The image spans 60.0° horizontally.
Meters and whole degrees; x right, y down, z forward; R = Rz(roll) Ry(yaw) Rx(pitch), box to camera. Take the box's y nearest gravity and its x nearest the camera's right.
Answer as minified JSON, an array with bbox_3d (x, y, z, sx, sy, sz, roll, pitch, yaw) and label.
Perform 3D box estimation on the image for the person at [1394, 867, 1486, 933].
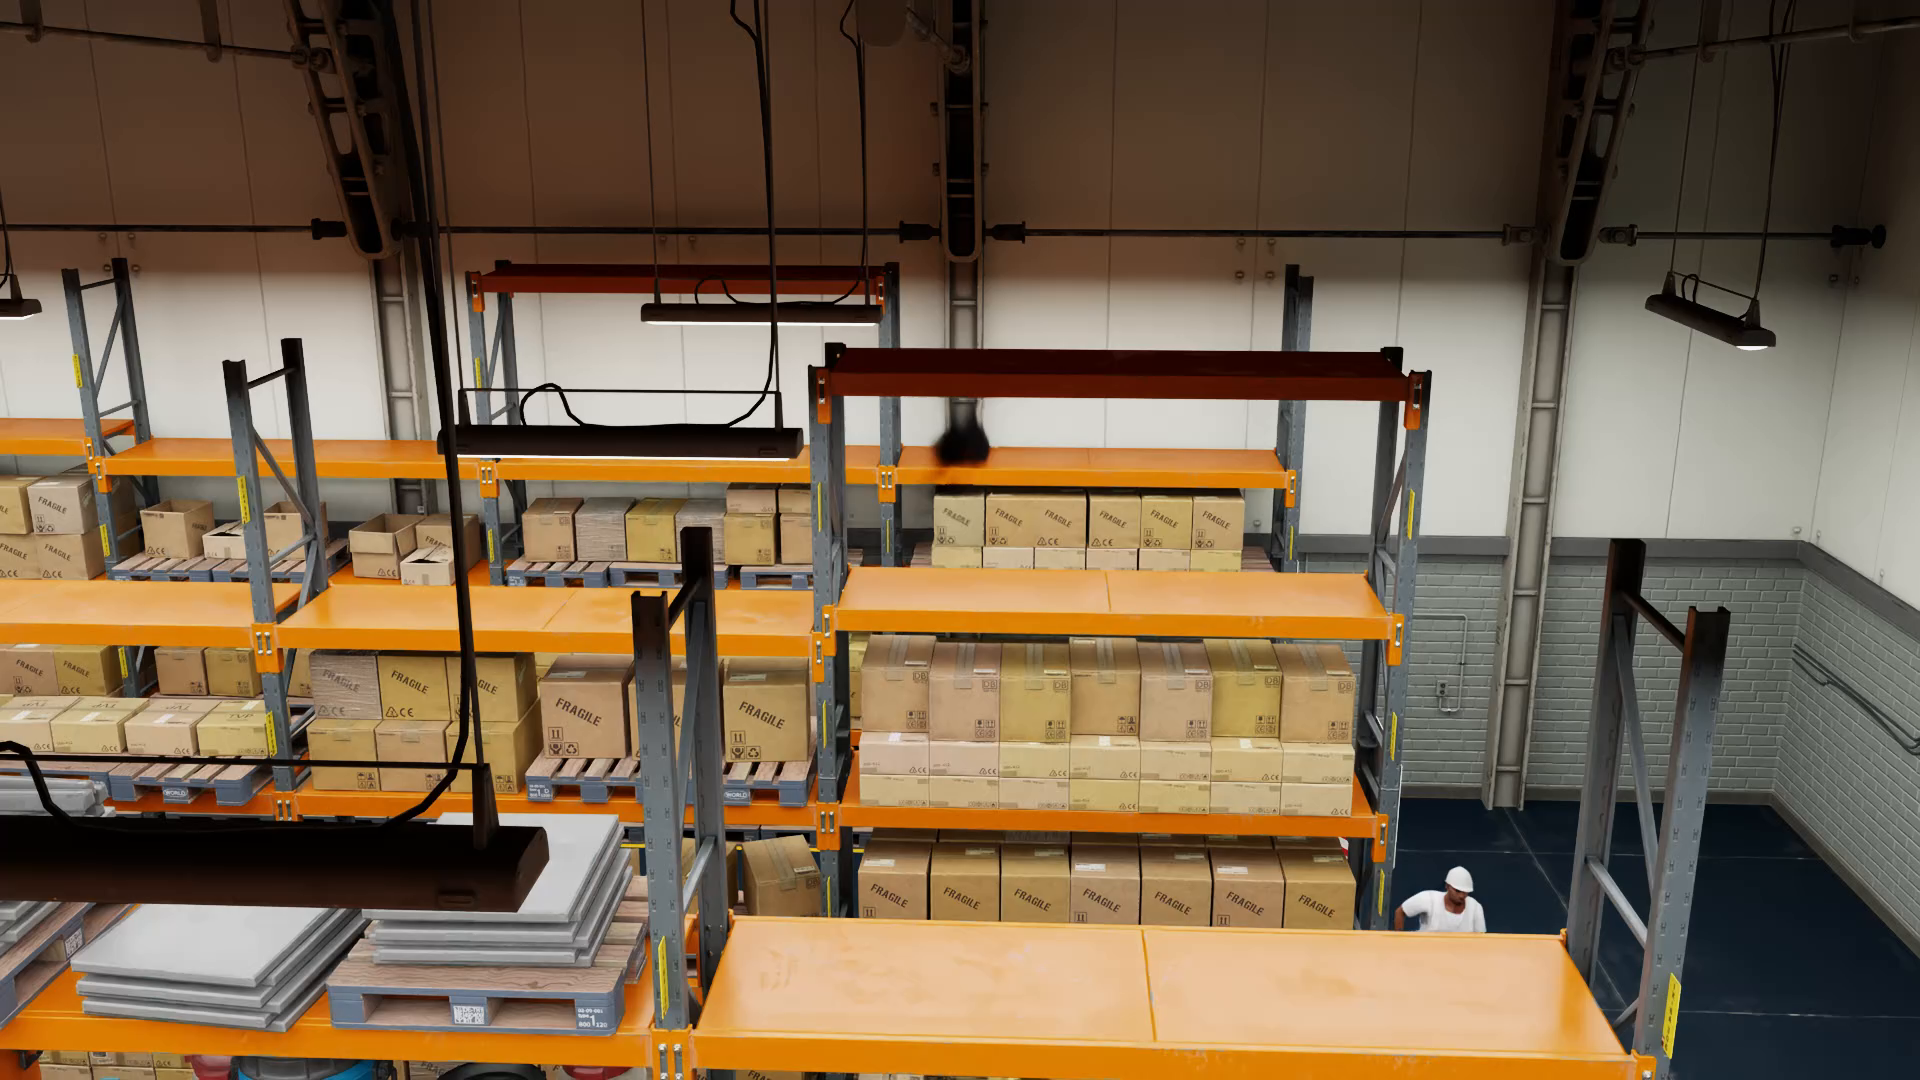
[{"bbox_3d":[3.877,3.450,13.598,0.779,1.747,0.766,-2,16,-7],"label":"person"}]
